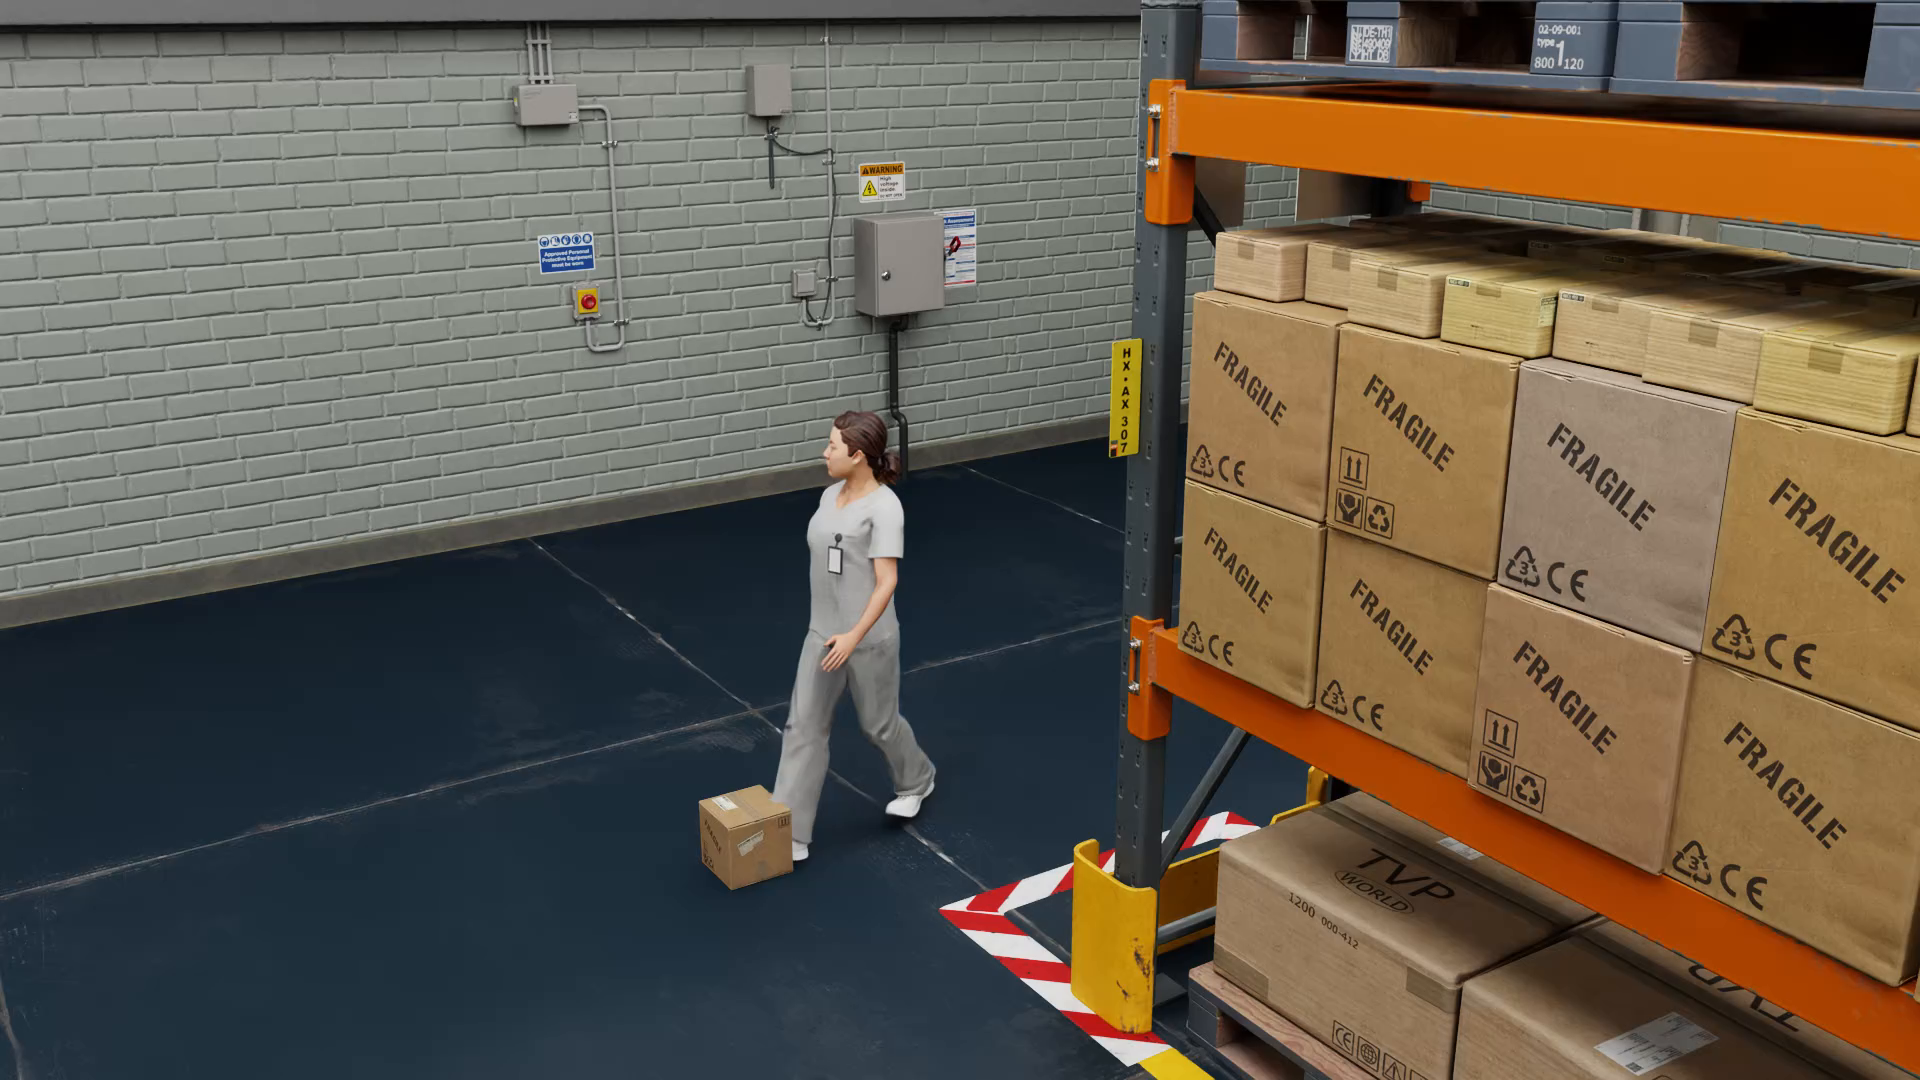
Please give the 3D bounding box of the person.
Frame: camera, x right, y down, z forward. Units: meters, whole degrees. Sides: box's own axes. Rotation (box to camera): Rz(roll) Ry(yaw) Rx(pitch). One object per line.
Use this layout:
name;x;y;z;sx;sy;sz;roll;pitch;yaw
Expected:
person;-0.441;0.354;6.016;0.498;1.618;0.946;17;25;42
